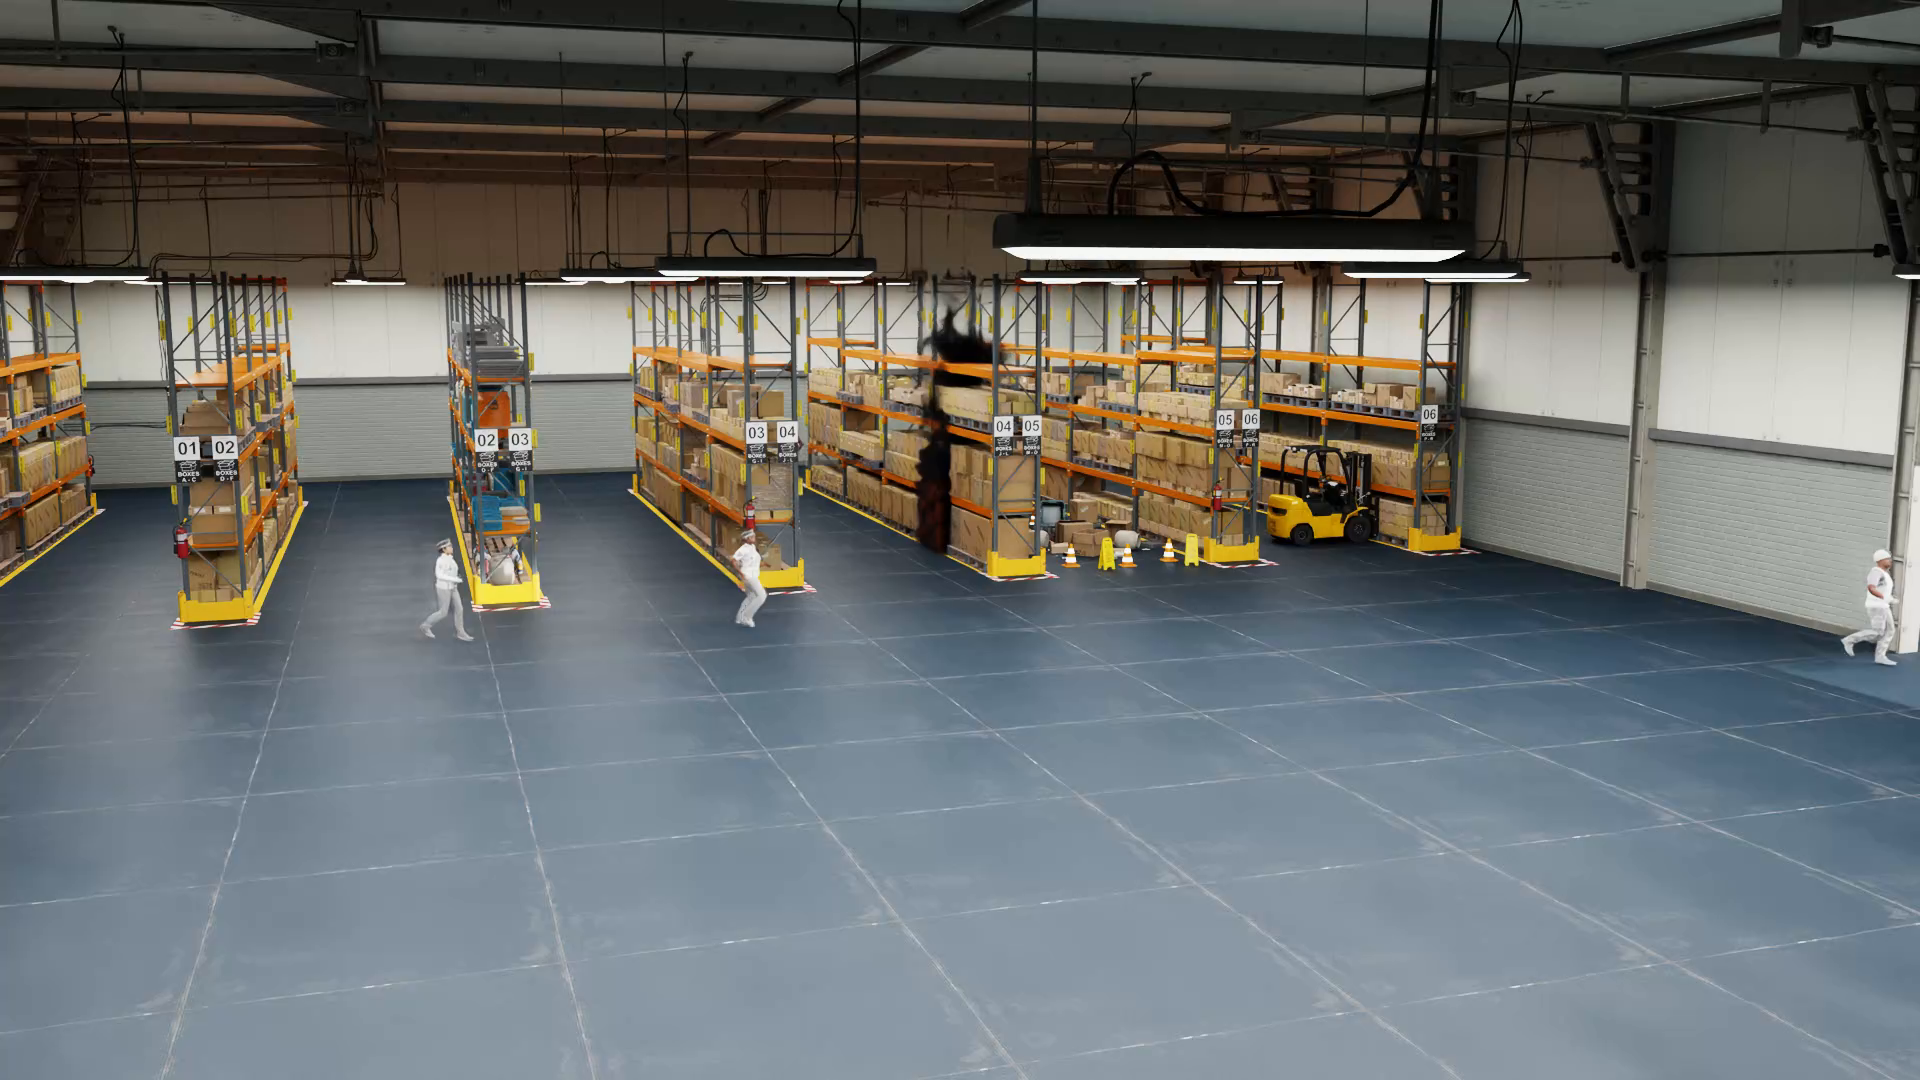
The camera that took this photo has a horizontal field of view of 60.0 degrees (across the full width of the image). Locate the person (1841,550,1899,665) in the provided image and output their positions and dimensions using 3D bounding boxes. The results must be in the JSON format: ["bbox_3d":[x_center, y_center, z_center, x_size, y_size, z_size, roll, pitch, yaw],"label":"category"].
[{"bbox_3d":[14.063,1.020,25.593,0.775,1.752,0.691,6,11,36],"label":"person"}]

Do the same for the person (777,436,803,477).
[{"bbox_3d":[-5.178,-2.564,49.439,0.926,1.728,0.841,-2,9,-14],"label":"person"}]

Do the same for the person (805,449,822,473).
[{"bbox_3d":[-4.329,-2.550,49.697,0.534,1.605,0.638,-4,10,-26],"label":"person"}]

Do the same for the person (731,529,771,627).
[{"bbox_3d":[-3.528,0.643,28.247,0.660,1.685,0.555,1,9,9],"label":"person"}]

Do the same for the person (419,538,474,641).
[{"bbox_3d":[-8.403,0.814,27.117,0.867,1.706,0.610,1,9,5],"label":"person"}]
